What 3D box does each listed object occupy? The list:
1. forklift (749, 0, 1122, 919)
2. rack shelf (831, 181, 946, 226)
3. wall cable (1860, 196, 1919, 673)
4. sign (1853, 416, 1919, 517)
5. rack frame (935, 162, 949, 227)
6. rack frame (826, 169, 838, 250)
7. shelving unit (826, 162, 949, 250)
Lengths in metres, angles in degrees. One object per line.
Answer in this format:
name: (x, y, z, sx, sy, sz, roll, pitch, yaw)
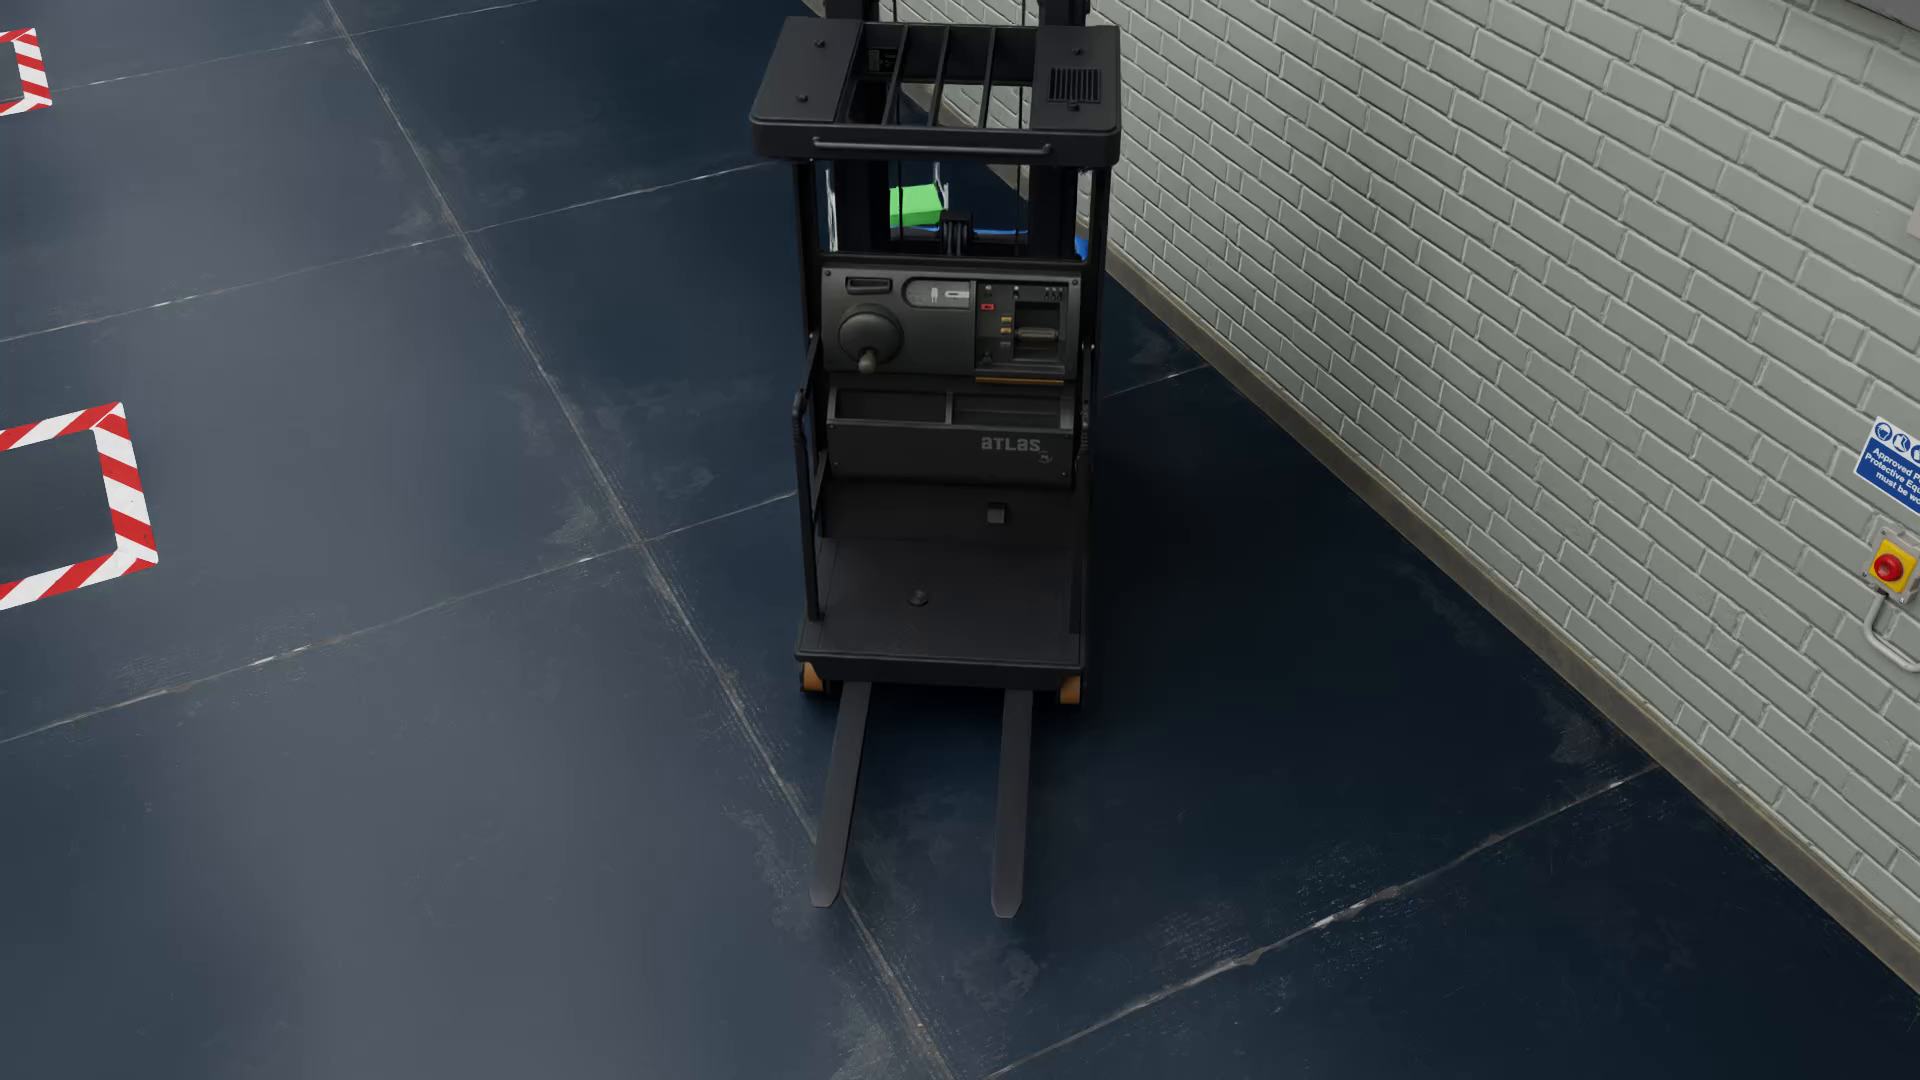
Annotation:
forklift: (-0.046, -0.701, 5.810, 1.130, 2.935, 3.031, 3, 40, 3)
rack shelf: (-0.320, -1.449, 7.389, 0.480, 0.148, 0.258, -7, 41, -8)
wall cable: (2.800, -0.449, 4.648, 0.123, 1.953, 0.585, -19, 44, -21)
sign: (2.832, -0.198, 4.953, 0.001, 0.218, 0.327, -19, 44, -21)
rack frame: (-0.080, -1.163, 7.694, 0.015, 1.200, 0.240, -7, 41, -8)
rack frame: (-0.559, -1.103, 7.623, 0.015, 1.200, 0.240, -7, 41, -8)
shelving unit: (-0.320, -1.133, 7.659, 0.503, 1.200, 0.258, -7, 41, -8)
